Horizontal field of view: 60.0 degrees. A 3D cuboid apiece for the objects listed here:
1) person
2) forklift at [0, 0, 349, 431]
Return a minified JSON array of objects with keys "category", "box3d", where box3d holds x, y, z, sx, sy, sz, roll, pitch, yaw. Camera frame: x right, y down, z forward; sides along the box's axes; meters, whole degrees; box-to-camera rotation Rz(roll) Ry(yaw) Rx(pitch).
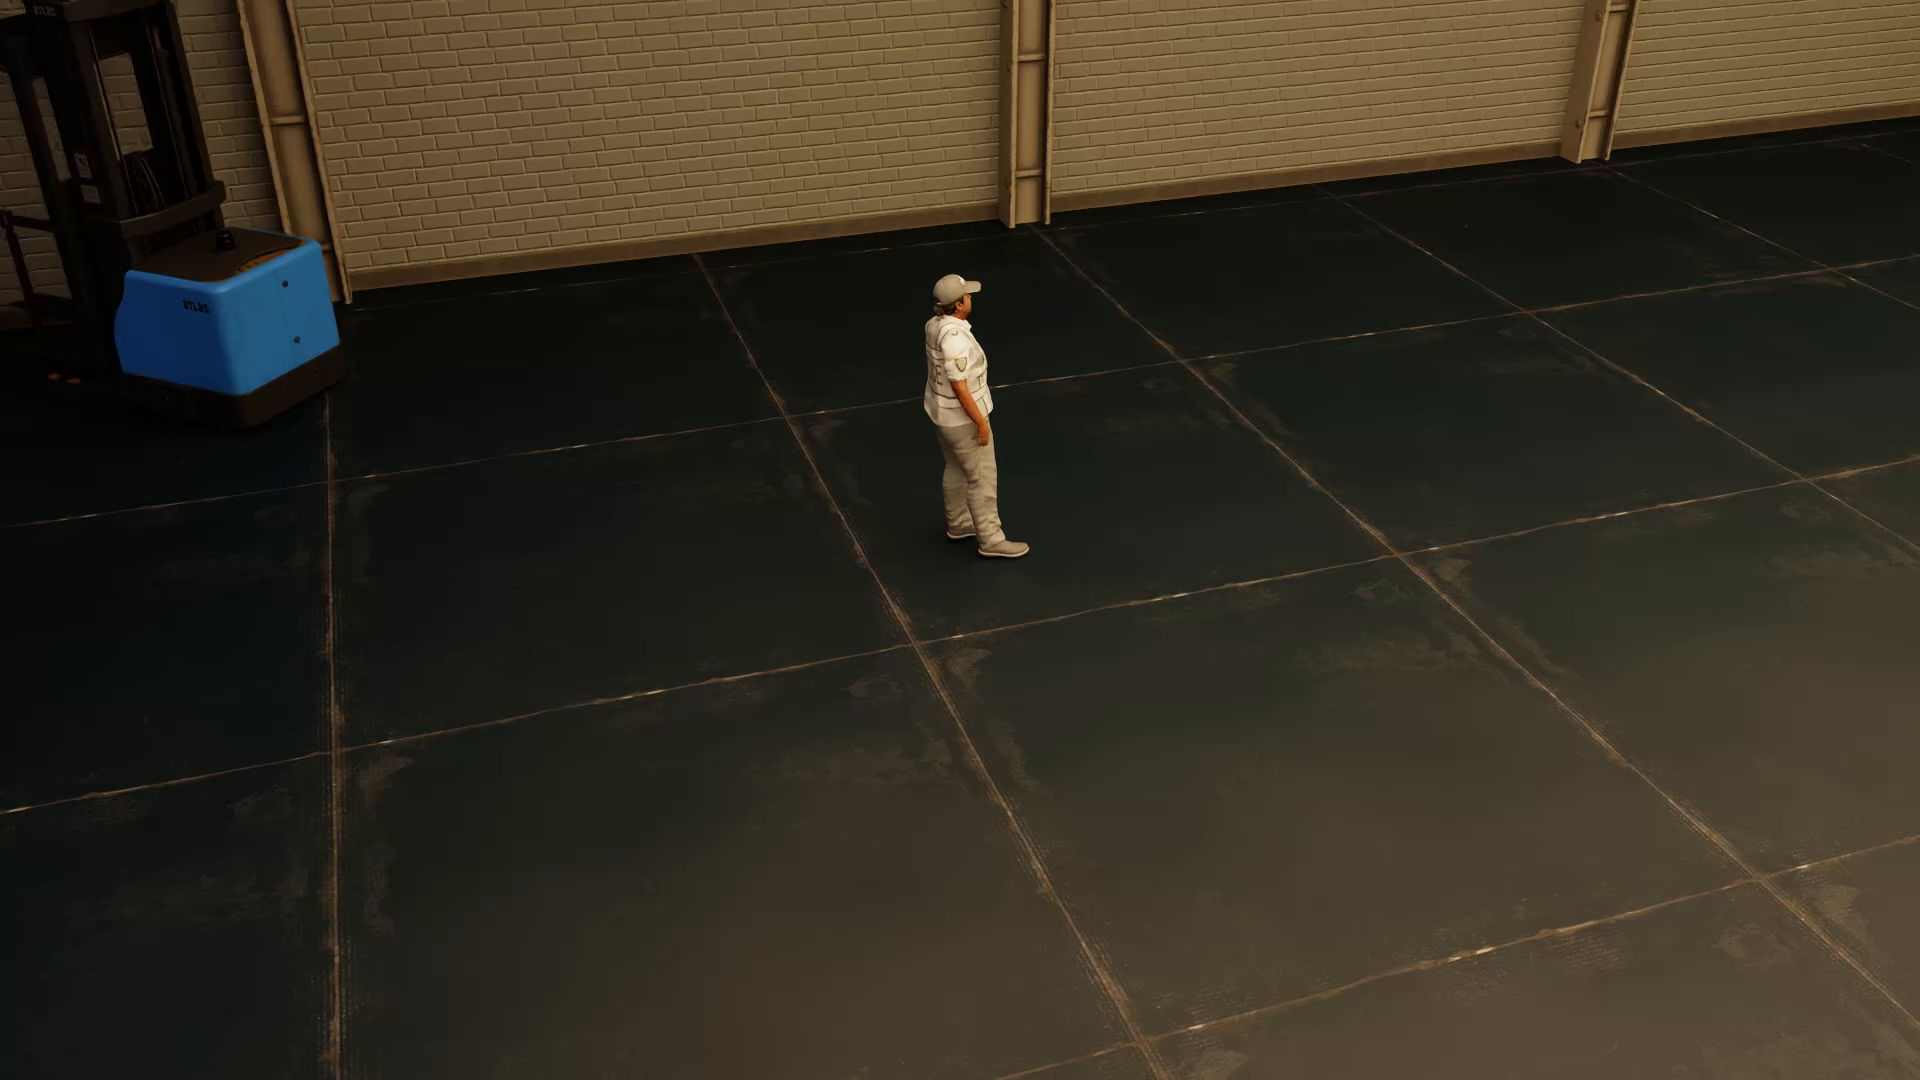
[{"category":"person","box3d":[0.080,-0.725,9.611,0.529,1.660,0.598,-10,31,-16]},{"category":"forklift","box3d":[-5.965,-2.474,11.386,3.031,2.935,1.130,12,32,19]}]
